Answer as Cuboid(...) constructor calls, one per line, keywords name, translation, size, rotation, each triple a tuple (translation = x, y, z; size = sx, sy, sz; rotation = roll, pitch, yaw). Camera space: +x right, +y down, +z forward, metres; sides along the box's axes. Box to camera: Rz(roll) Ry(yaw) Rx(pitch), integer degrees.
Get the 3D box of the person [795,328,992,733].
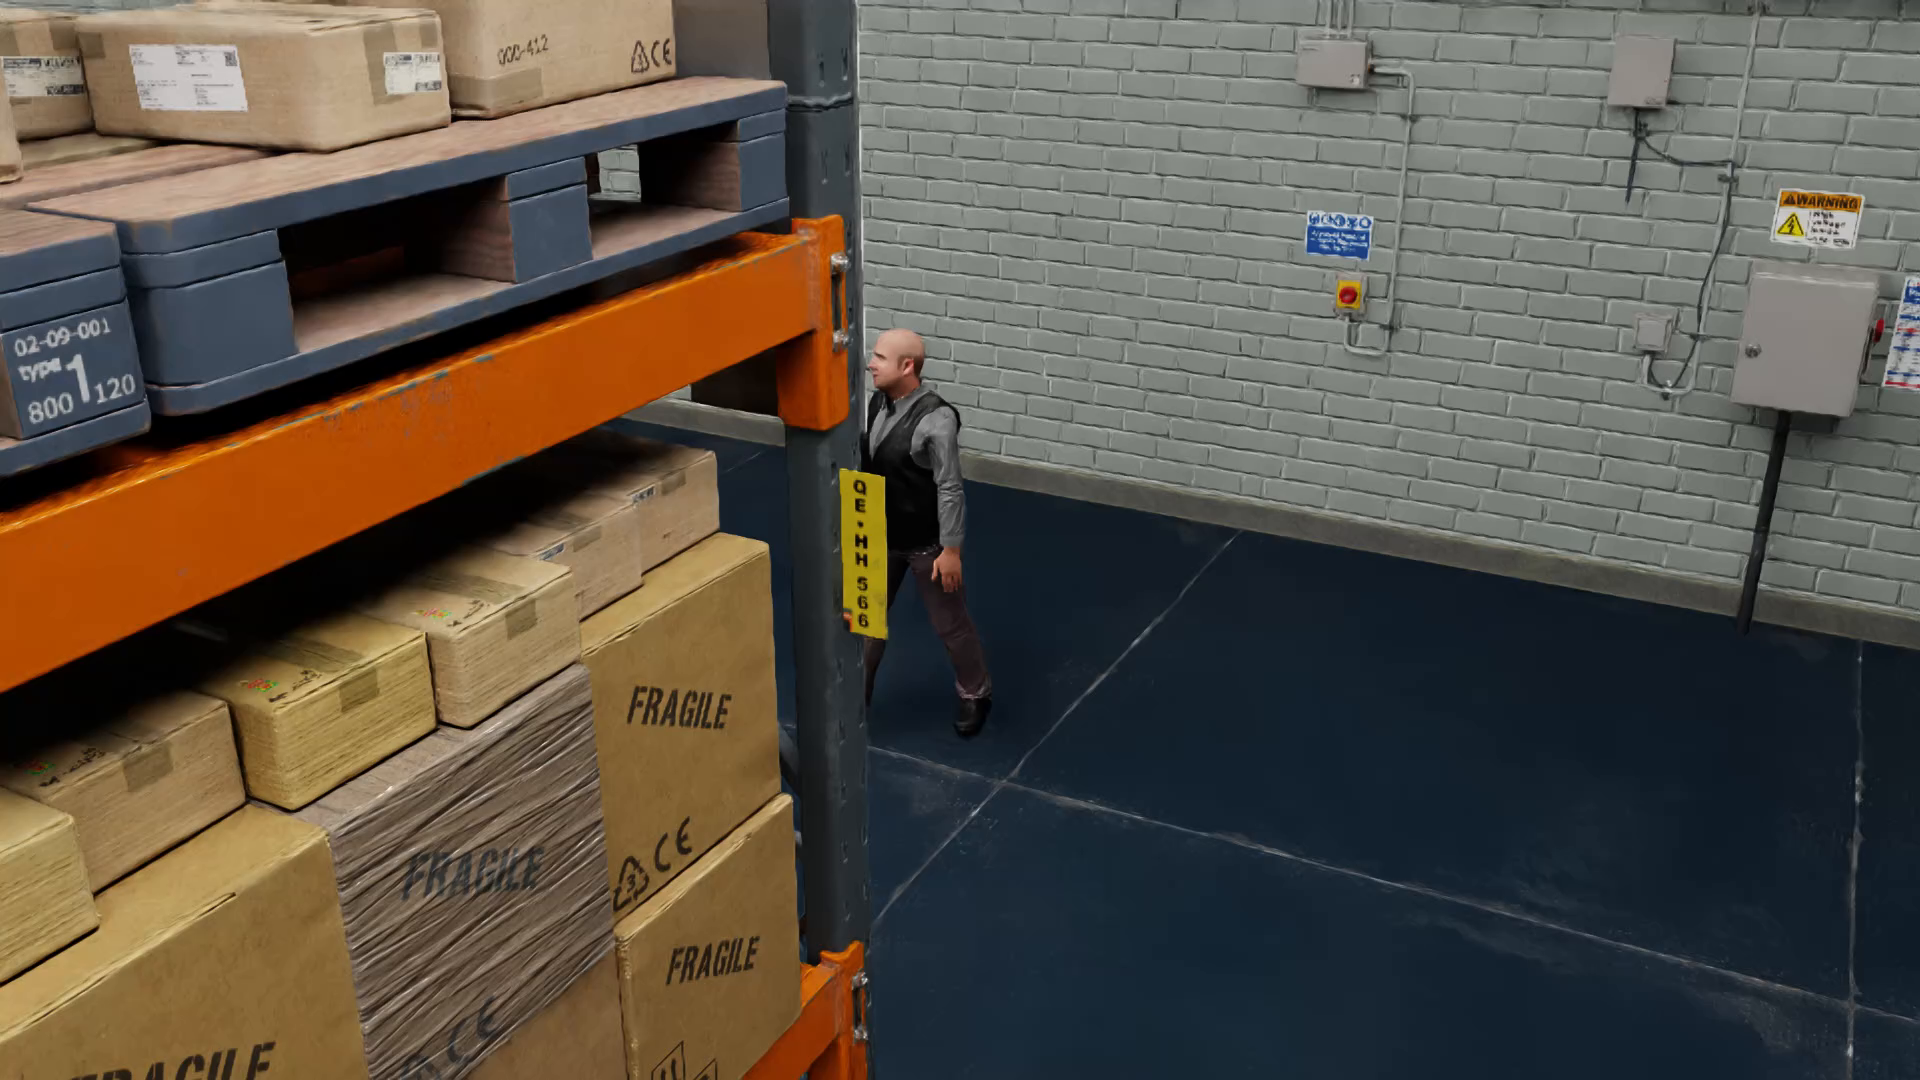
Cuboid(name="person", translation=(-0.235, -0.011, 6.628), size=(0.765, 1.699, 0.612), rotation=(-19, 29, -38))
